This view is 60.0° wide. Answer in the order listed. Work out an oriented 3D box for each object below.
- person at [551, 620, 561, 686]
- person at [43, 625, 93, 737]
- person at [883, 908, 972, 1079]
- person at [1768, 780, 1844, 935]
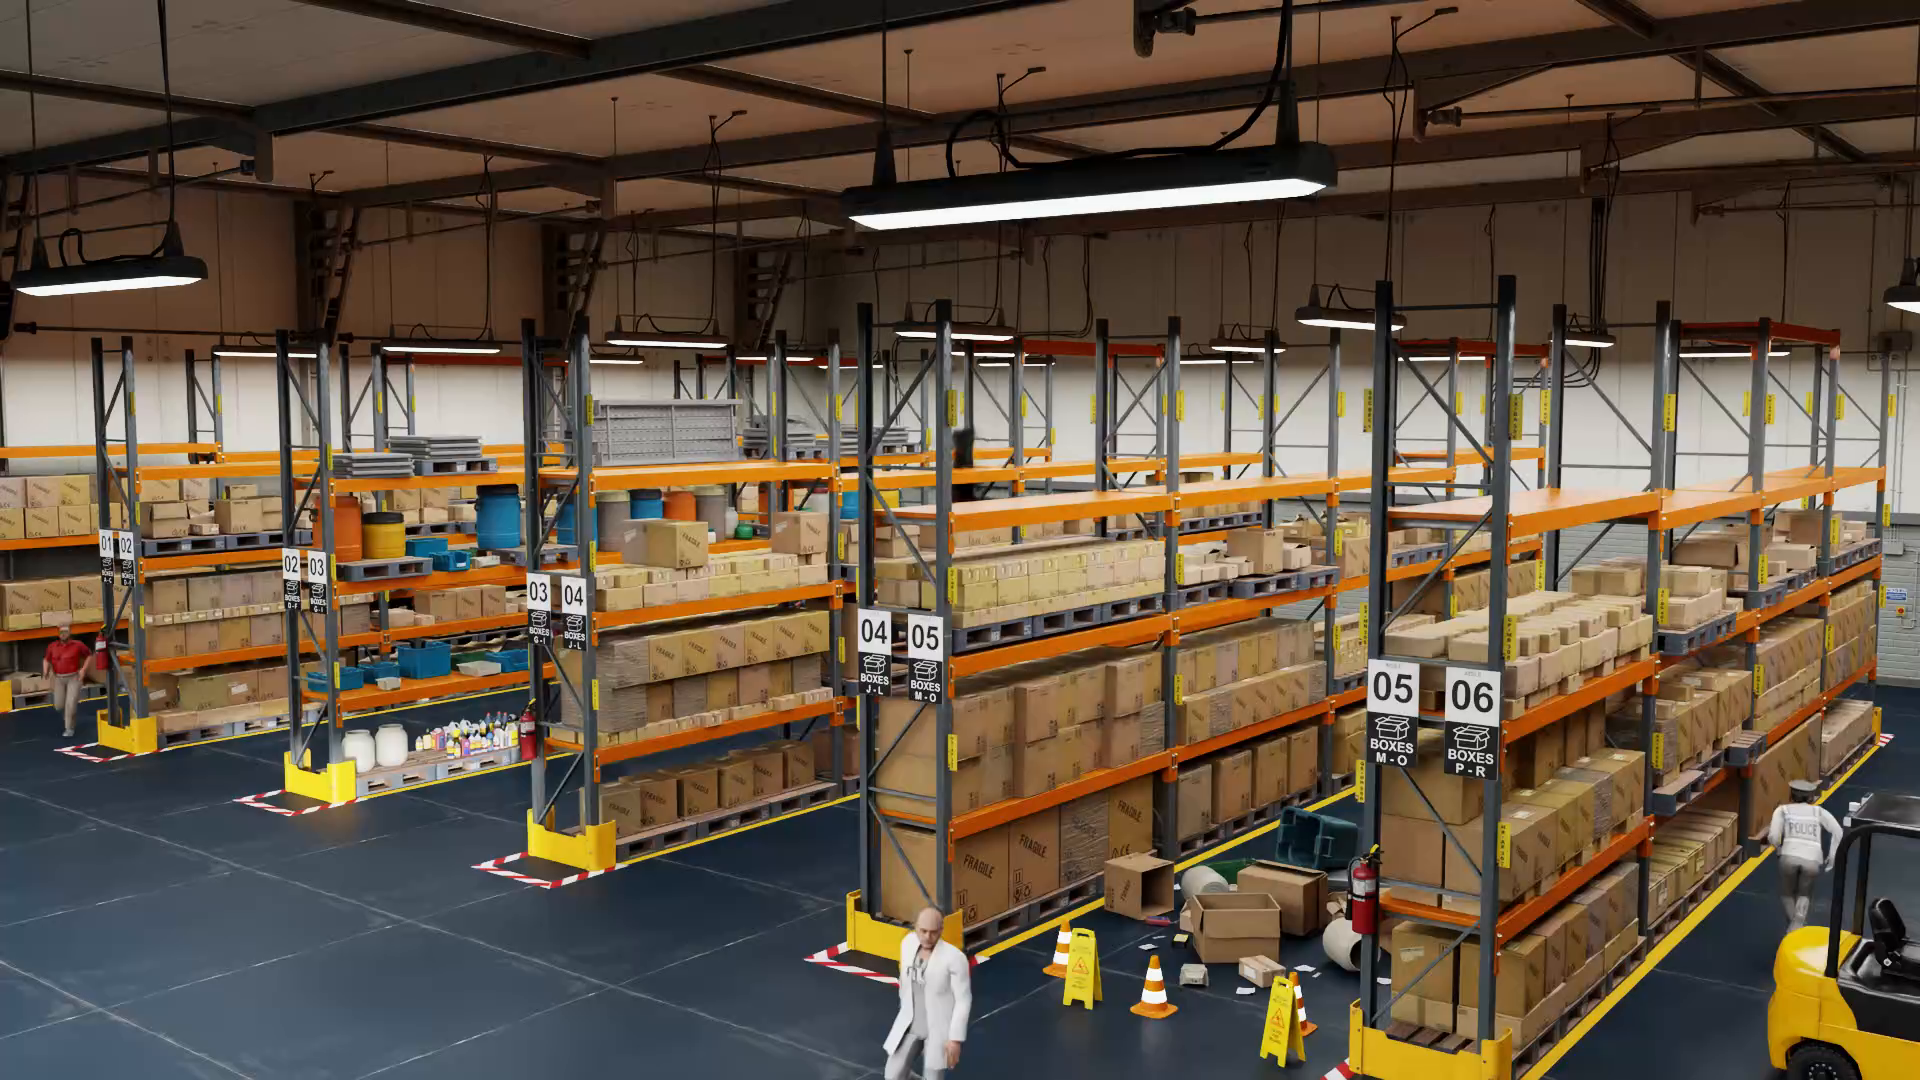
[{"bbox_3d":[-6.546,2.009,26.925,0.642,1.690,0.909,3,6,30],"label":"person"},{"bbox_3d":[-13.623,2.127,25.410,0.672,1.677,0.707,-1,5,-15],"label":"person"},{"bbox_3d":[-0.213,3.316,11.404,0.746,1.740,0.606,2,6,25],"label":"person"},{"bbox_3d":[7.964,3.076,15.686,0.638,1.489,0.824,2,6,26],"label":"person"}]
